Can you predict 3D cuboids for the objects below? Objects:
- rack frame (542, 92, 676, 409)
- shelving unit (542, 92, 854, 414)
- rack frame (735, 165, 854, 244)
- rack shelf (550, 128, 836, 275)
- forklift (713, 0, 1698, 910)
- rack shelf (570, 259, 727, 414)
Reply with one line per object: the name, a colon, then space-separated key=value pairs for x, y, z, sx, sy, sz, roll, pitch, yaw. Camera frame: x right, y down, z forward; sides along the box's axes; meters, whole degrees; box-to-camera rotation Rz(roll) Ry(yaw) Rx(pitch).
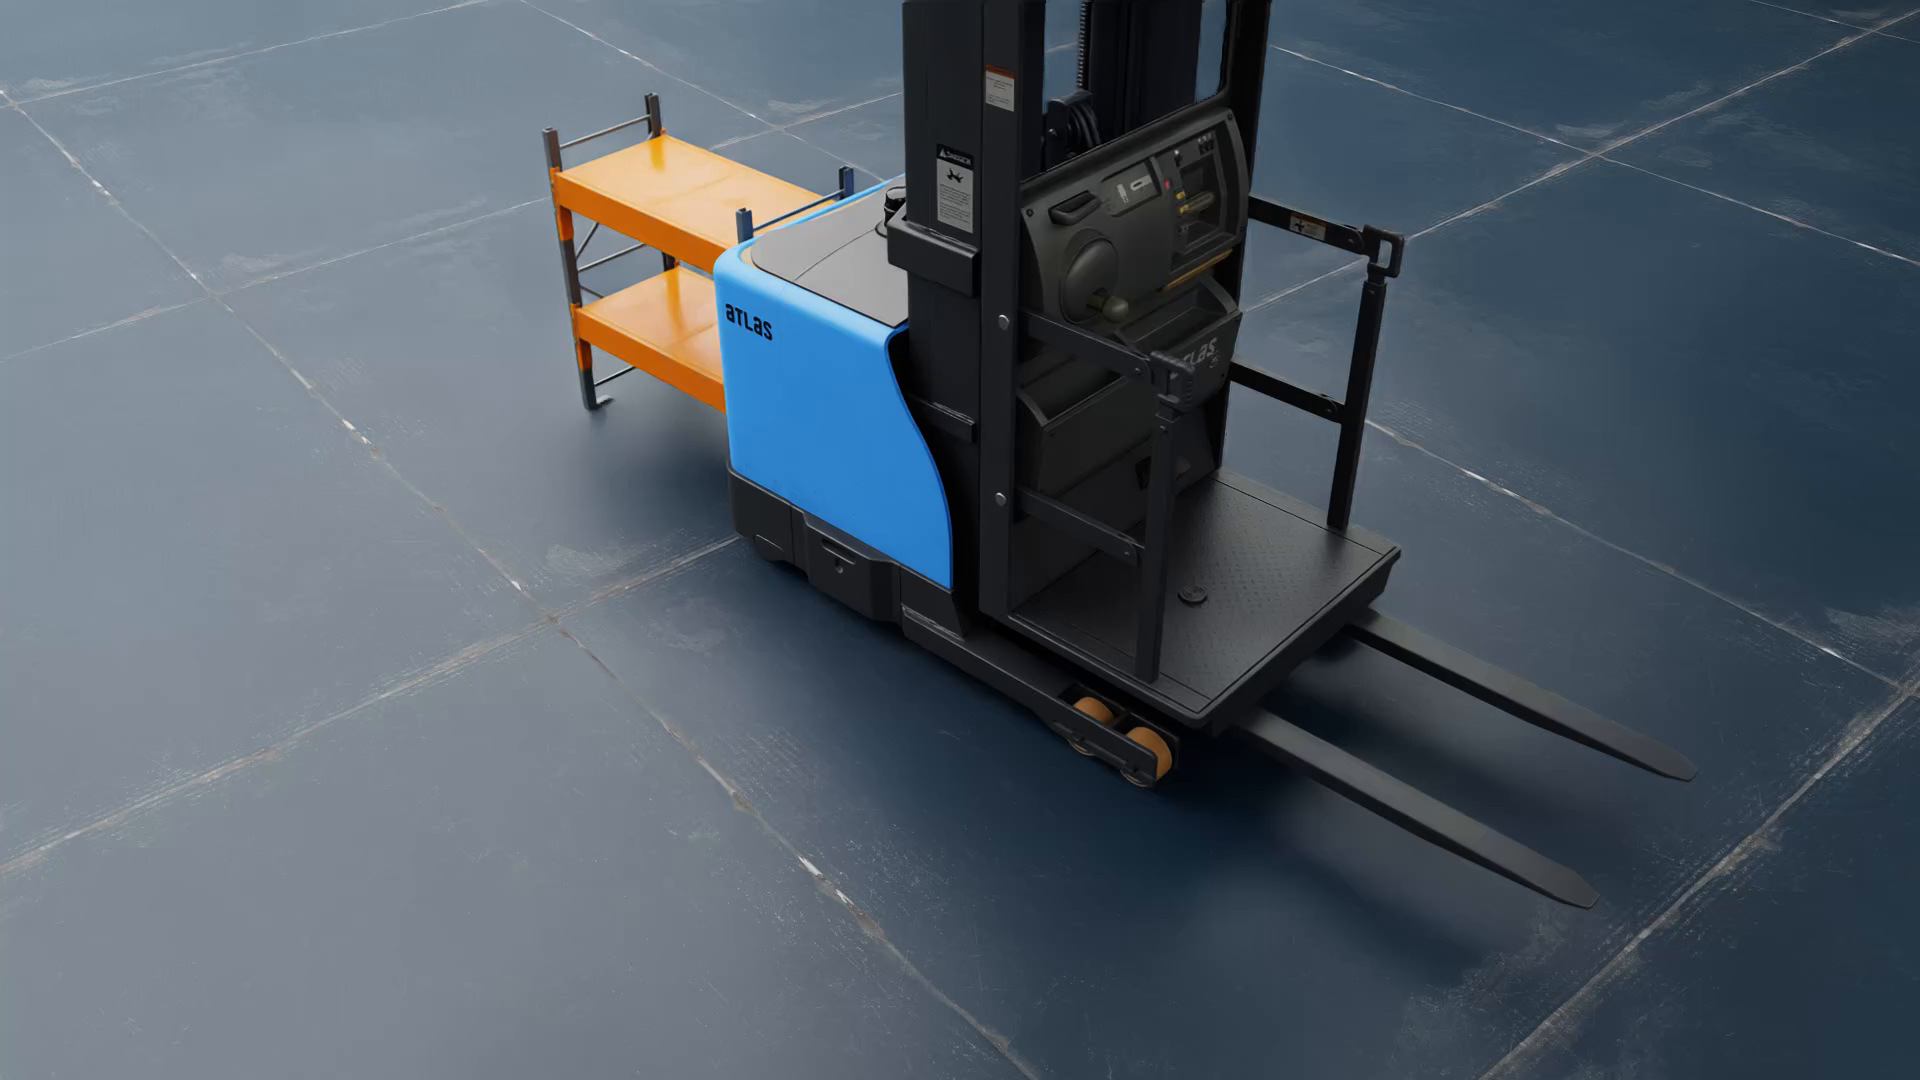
rack frame: x=-1.289 y=-1.081 z=6.302 sx=0.032 sy=1.125 sz=0.500 roll=28 pitch=44 yaw=33
shelving unit: x=-0.912 y=-0.884 z=6.024 sx=1.048 sy=1.125 sz=0.538 roll=28 pitch=44 yaw=33
rack frame: x=-0.535 y=-0.687 z=5.746 sx=0.032 sy=1.125 sz=0.500 roll=28 pitch=44 yaw=33
rack shelf: x=-0.912 y=-1.122 z=5.855 sx=1.000 sy=0.278 sz=0.538 roll=28 pitch=44 yaw=33
forklift: x=0.648 y=-0.837 z=4.396 sx=3.031 sy=2.935 sz=1.130 roll=28 pitch=44 yaw=33
rack shelf: x=-0.912 y=-0.684 z=6.166 sx=1.000 sy=0.278 sz=0.538 roll=28 pitch=44 yaw=33
